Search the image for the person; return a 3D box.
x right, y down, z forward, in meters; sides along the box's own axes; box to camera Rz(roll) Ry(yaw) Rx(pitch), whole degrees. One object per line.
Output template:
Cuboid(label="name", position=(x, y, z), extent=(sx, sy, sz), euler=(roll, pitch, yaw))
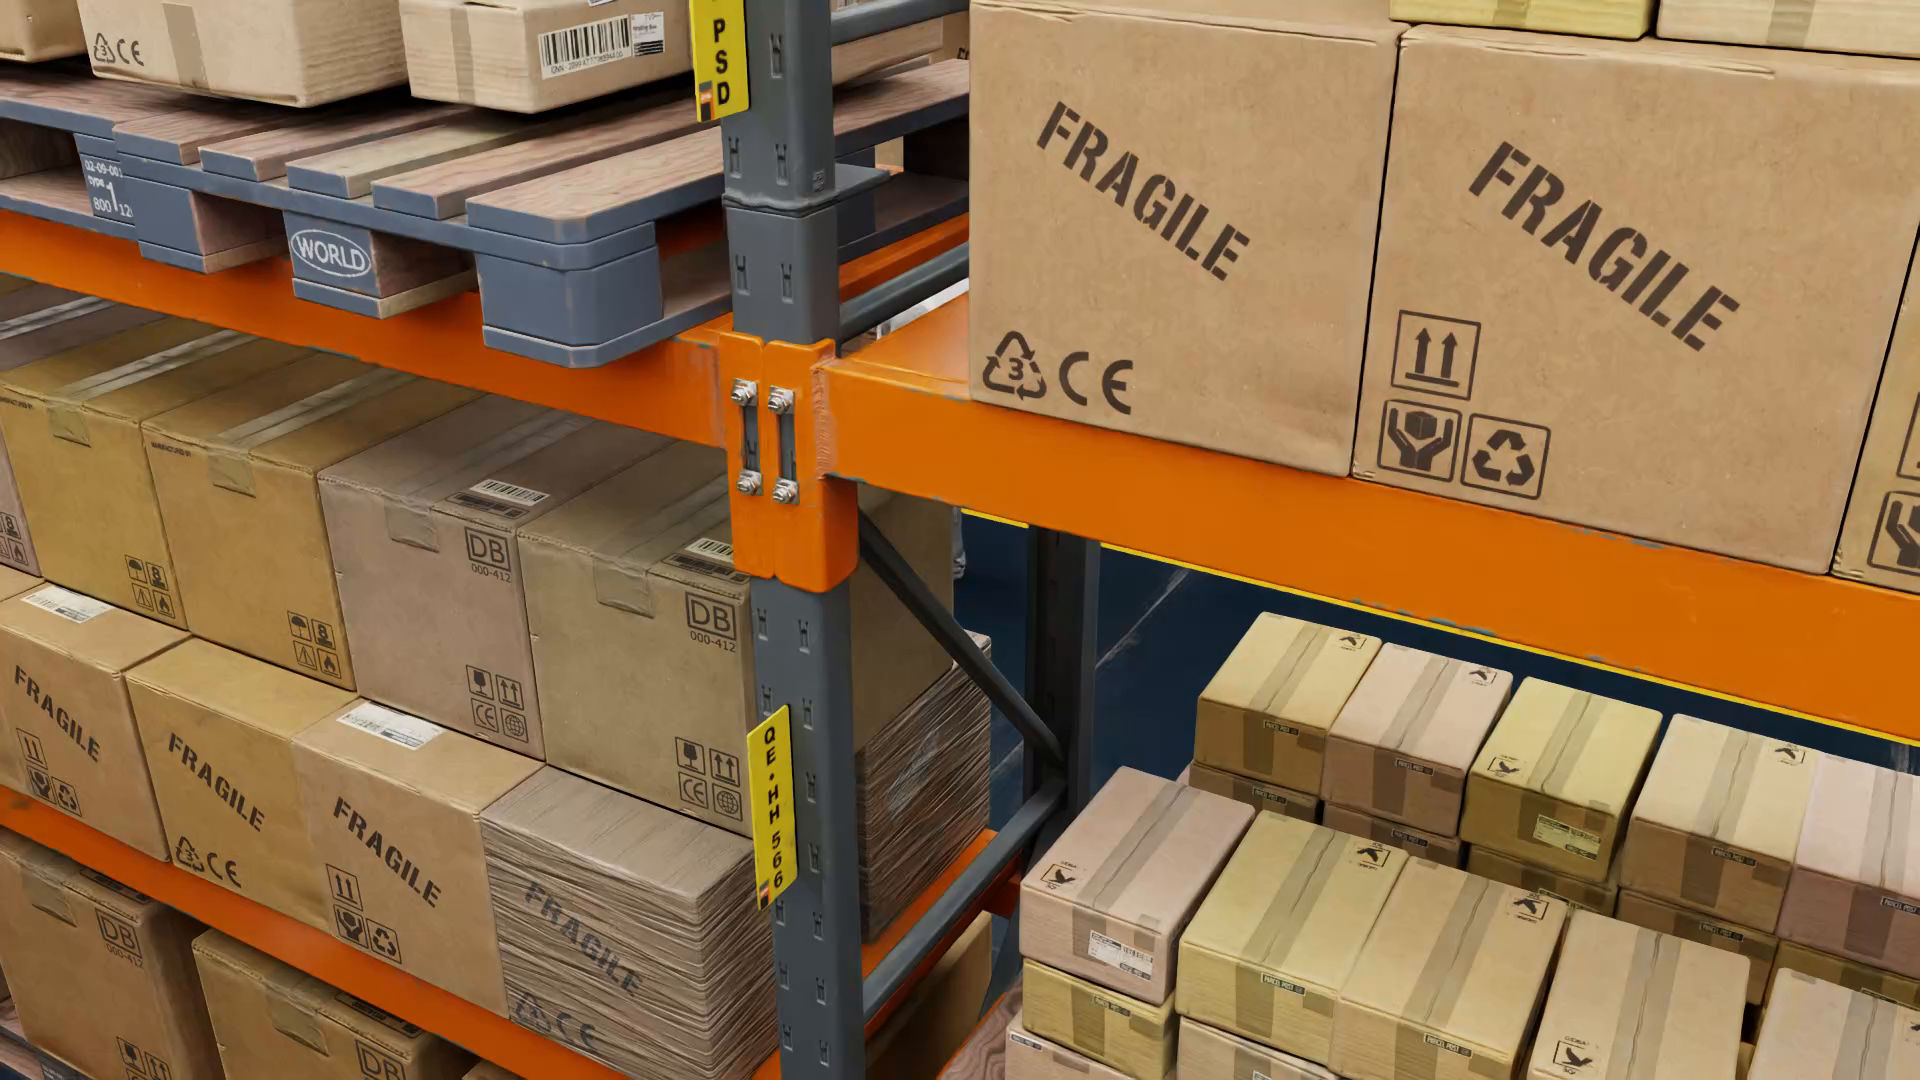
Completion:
Cuboid(label="person", position=(-0.173, -0.586, 7.268), extent=(0.358, 1.769, 0.530), euler=(15, 30, 27))
